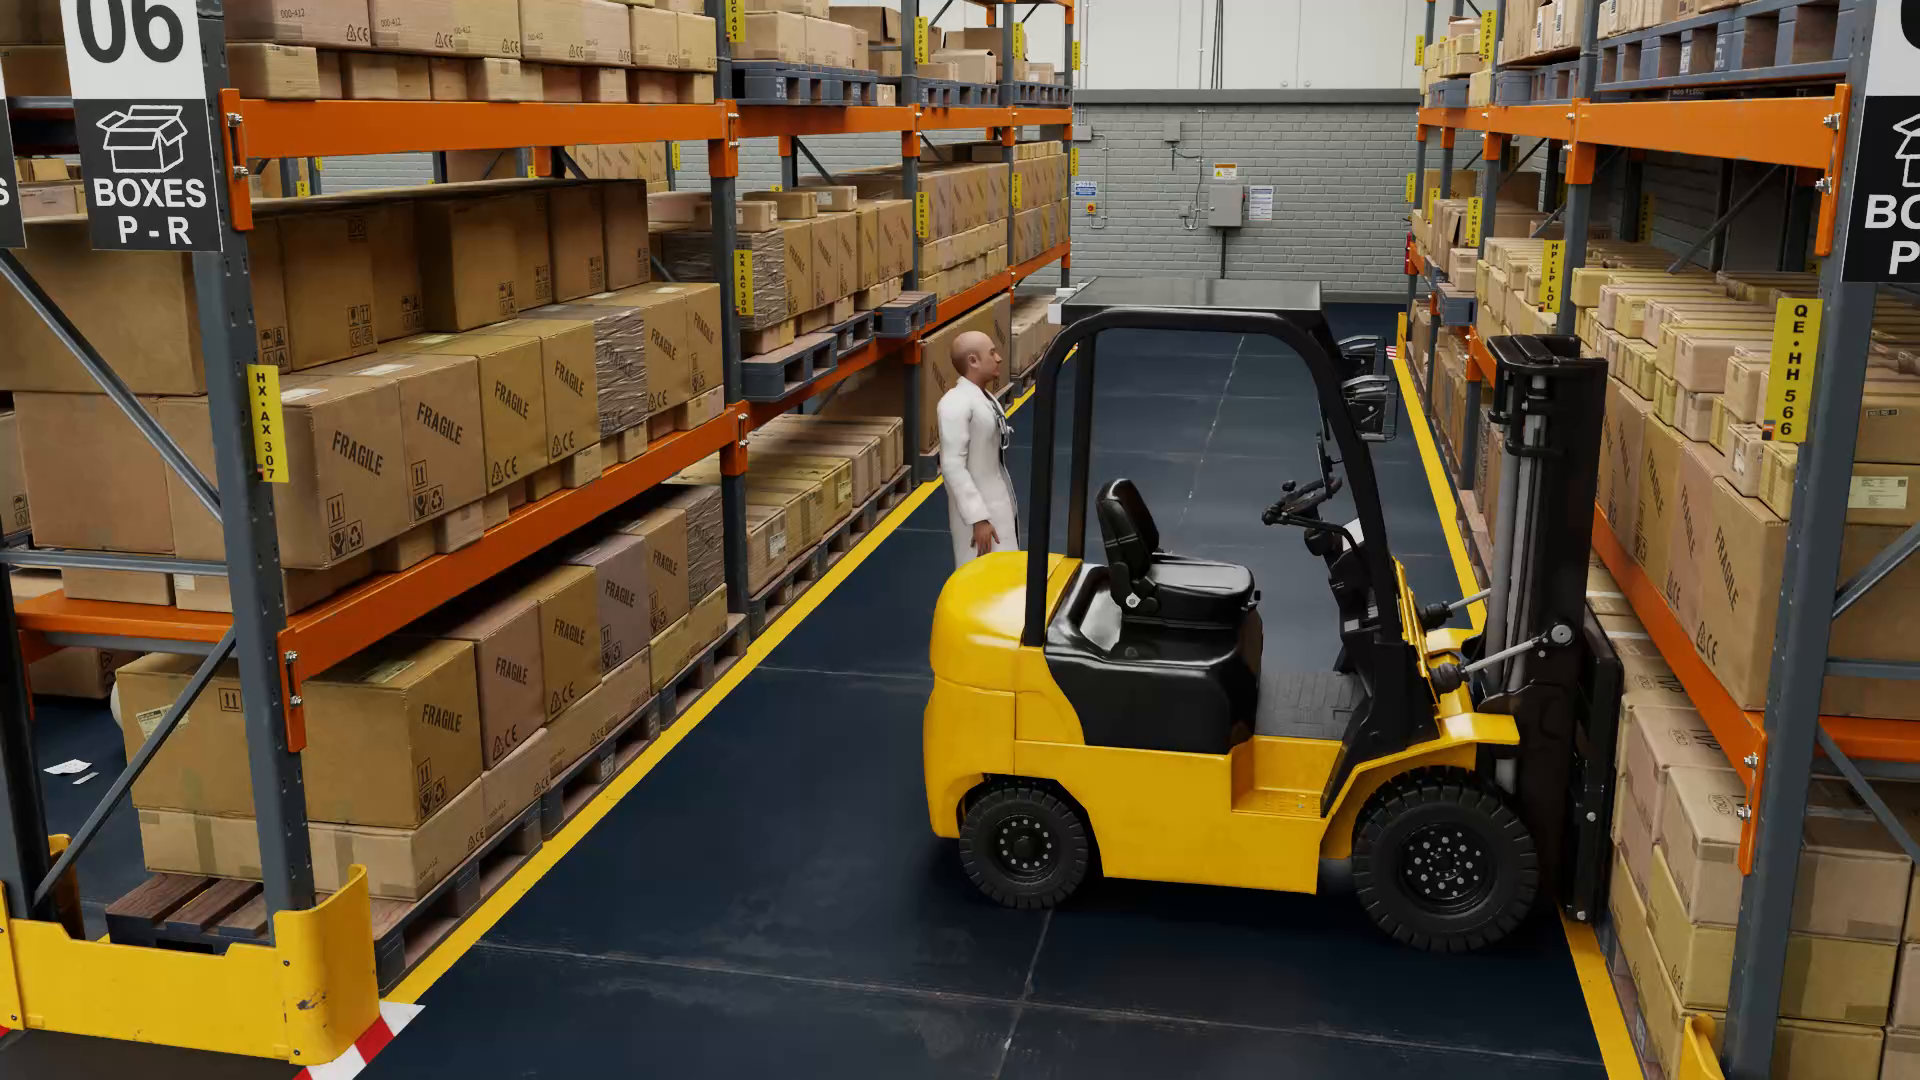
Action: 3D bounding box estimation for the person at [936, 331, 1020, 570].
[{"bbox_3d":[0.205,-0.087,7.842,0.581,1.775,0.694,3,15,11],"label":"person"}]
